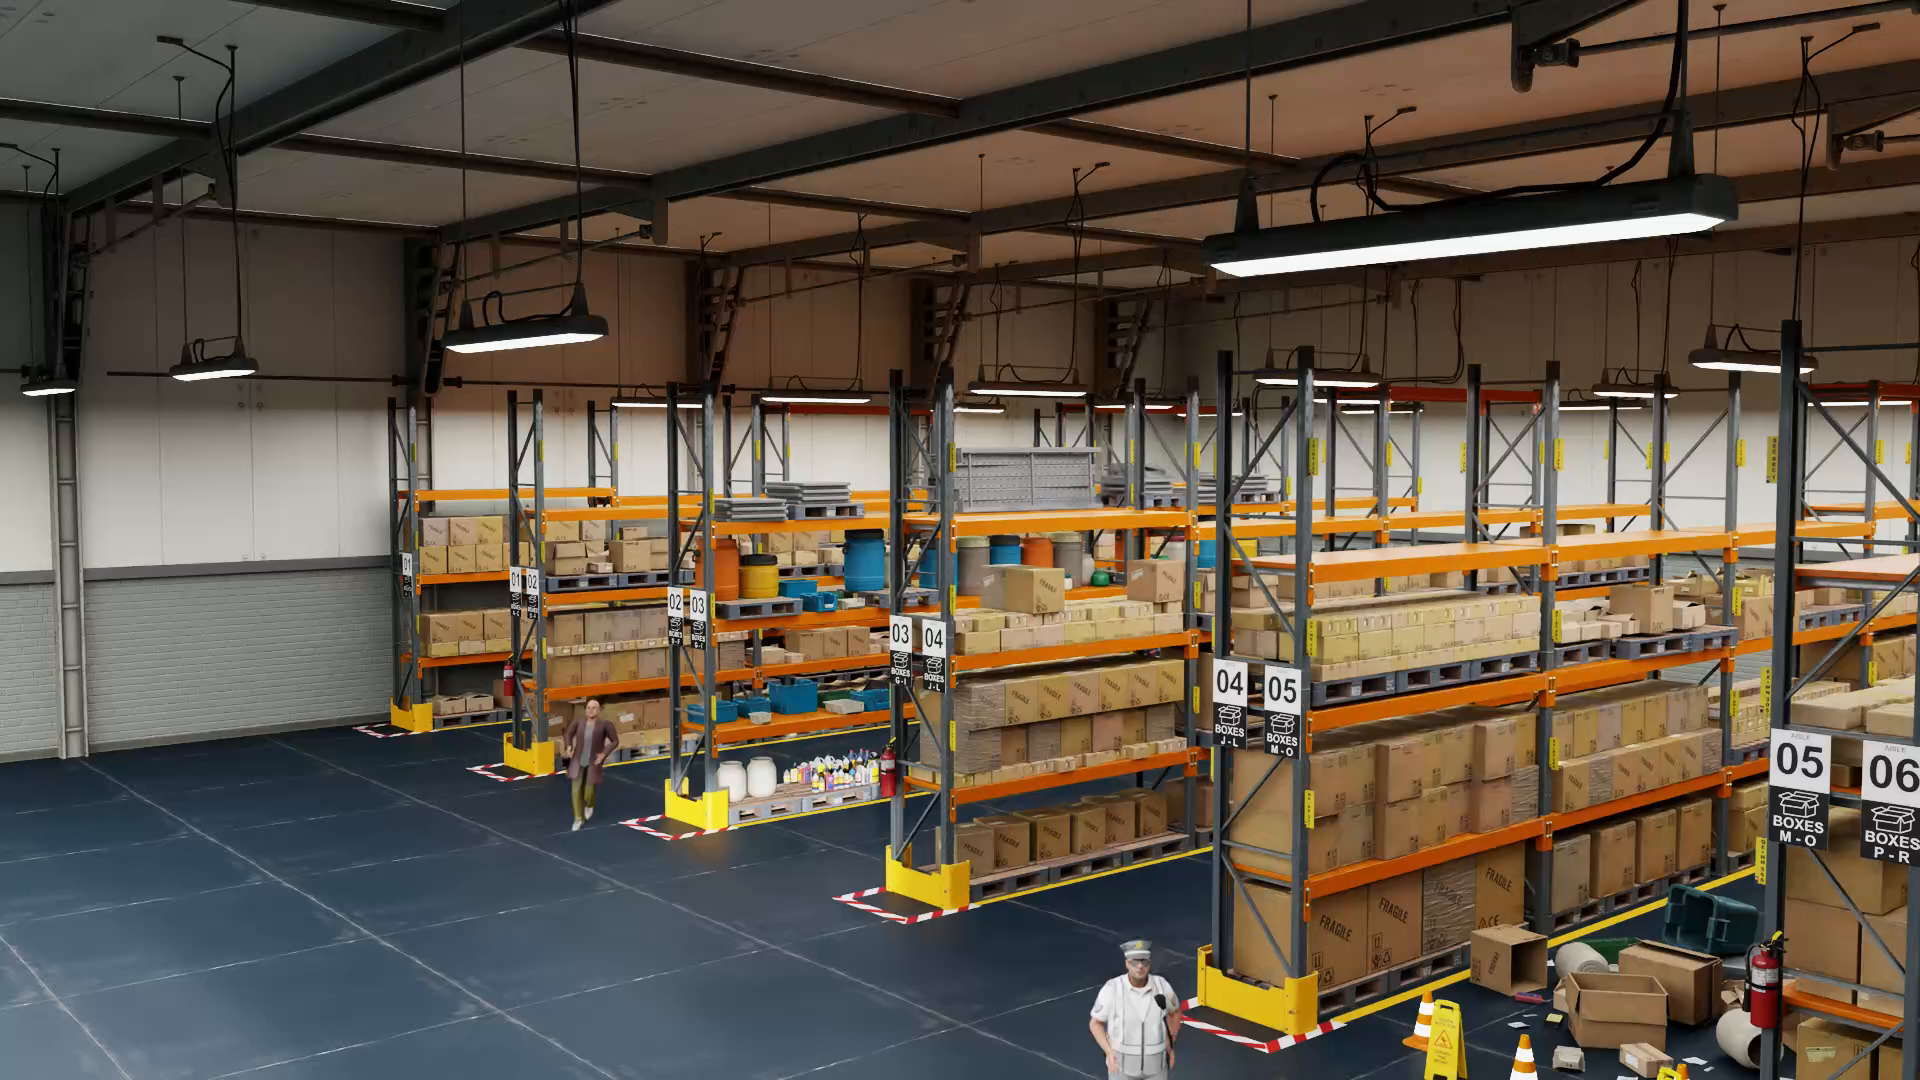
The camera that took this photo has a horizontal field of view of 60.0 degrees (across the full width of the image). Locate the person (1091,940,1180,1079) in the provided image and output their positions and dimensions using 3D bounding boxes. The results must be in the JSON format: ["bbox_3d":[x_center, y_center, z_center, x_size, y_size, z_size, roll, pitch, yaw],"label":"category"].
[{"bbox_3d":[1.229,3.620,11.545,0.638,1.757,0.775,0,3,-5],"label":"person"}]

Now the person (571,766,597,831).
[{"bbox_3d":[-5.024,3.348,22.460,0.378,1.044,0.645,0,3,3],"label":"person"}]
